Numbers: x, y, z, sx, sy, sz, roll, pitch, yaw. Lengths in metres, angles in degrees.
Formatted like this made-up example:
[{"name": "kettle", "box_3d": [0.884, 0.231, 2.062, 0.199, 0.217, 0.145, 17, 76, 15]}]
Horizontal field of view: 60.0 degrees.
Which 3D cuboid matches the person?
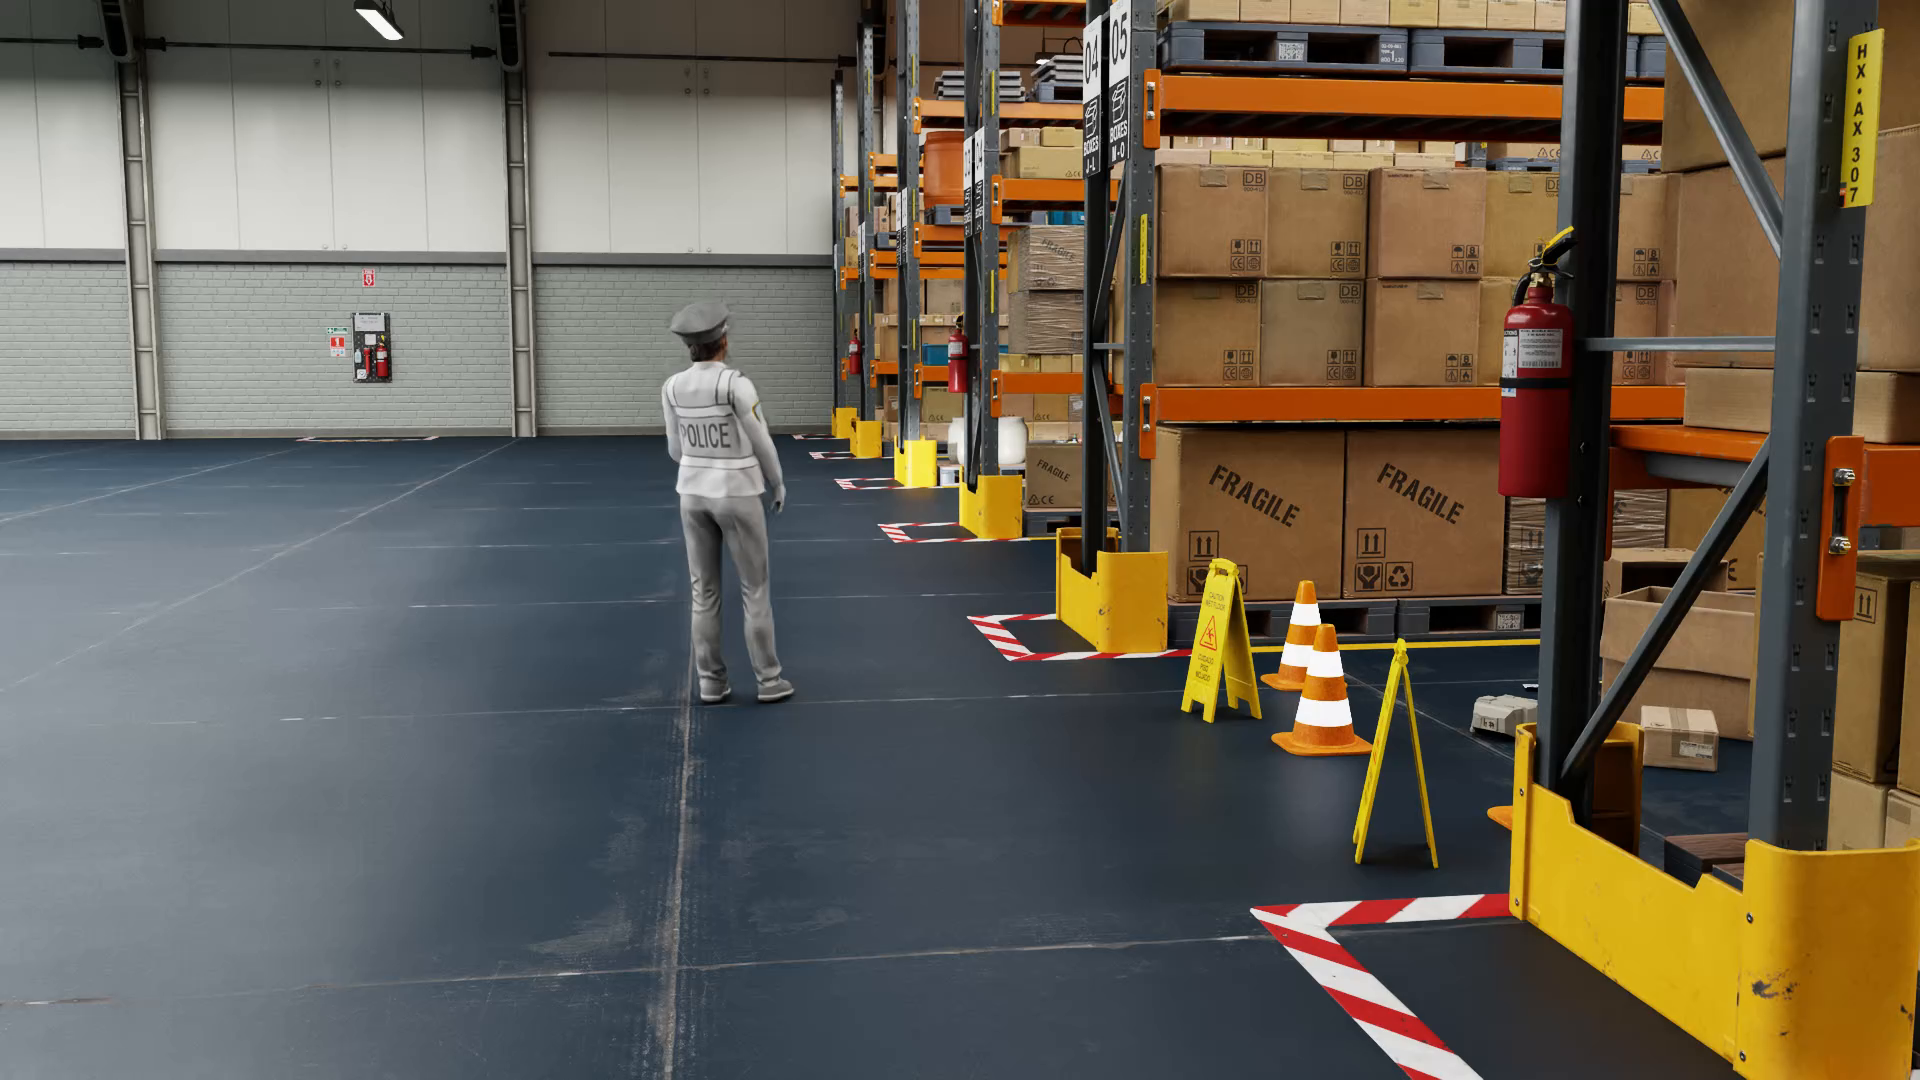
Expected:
[{"name": "person", "box_3d": [-1.000, -0.162, 7.029, 0.493, 1.699, 0.512, 3, 7, 22]}]
